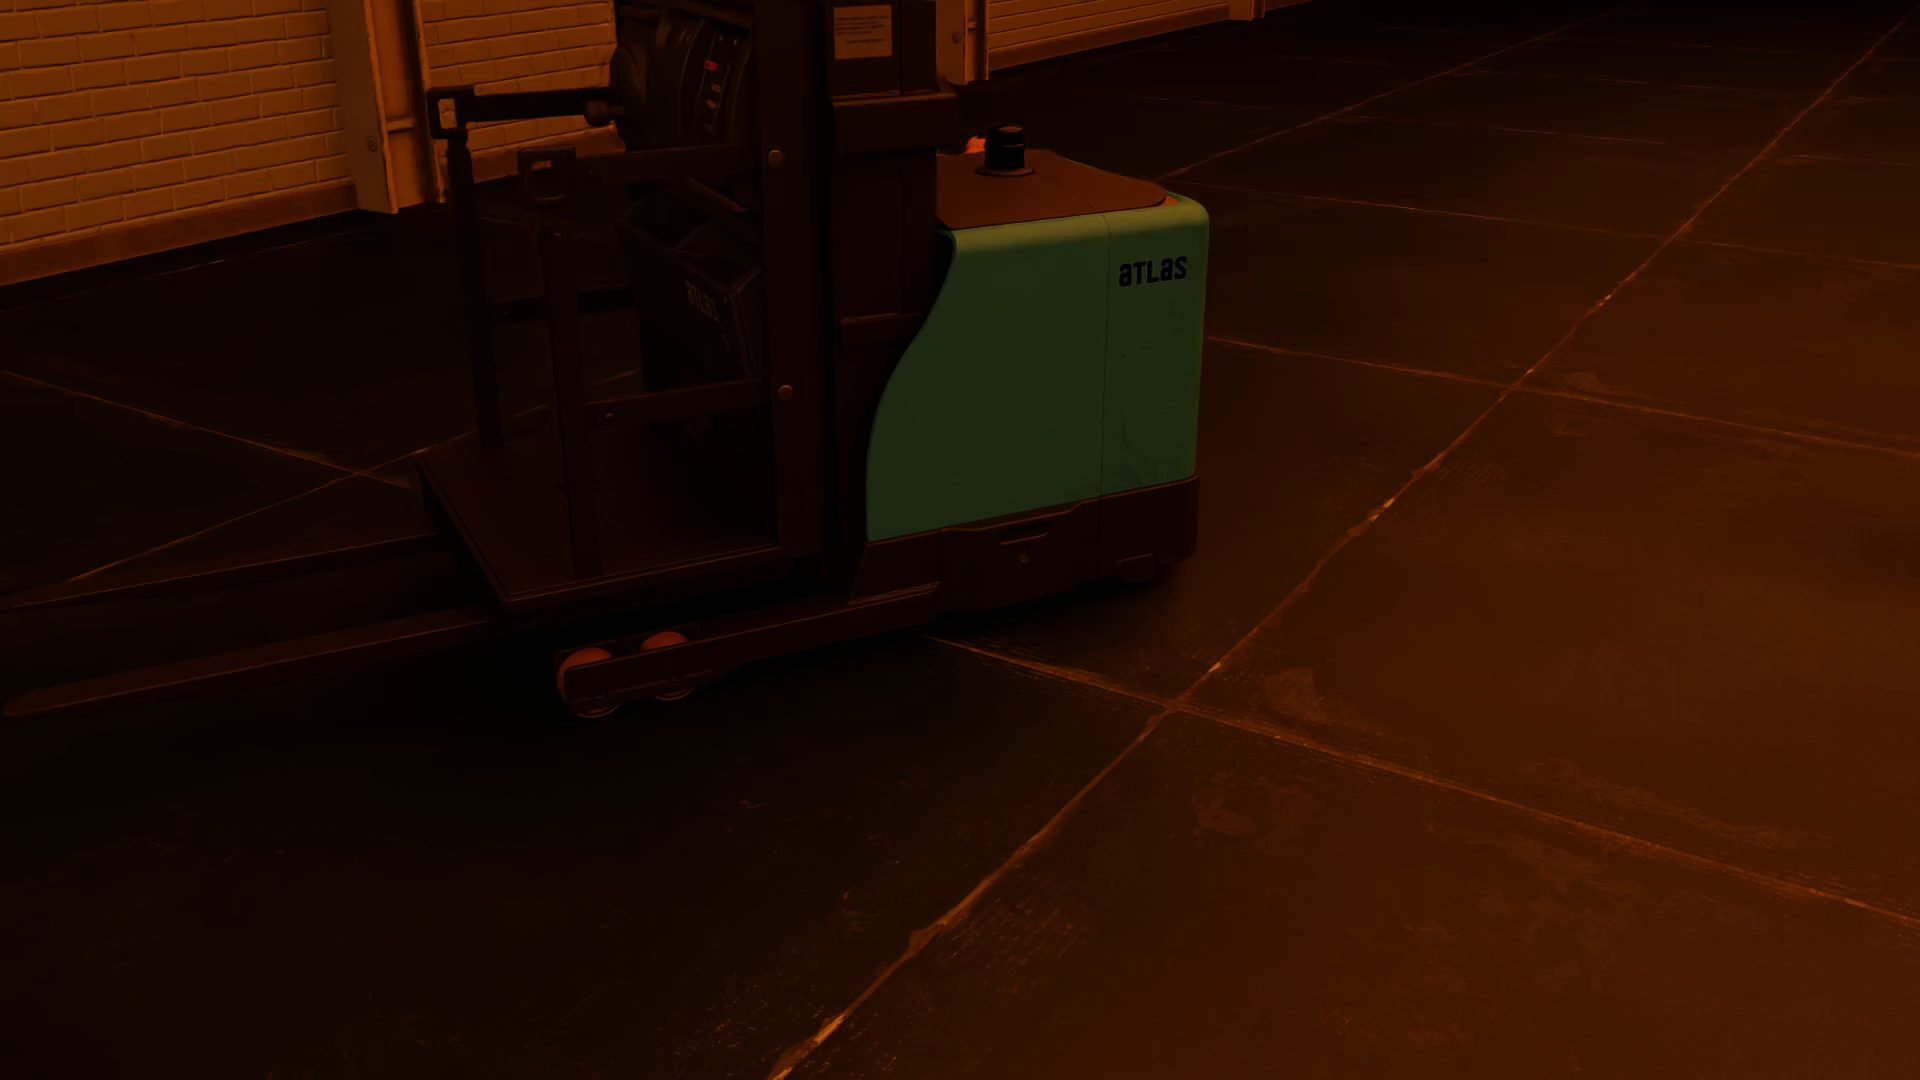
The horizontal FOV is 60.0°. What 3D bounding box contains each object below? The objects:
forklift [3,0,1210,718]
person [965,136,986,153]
[{"bbox_3d":[-0.869,-1.153,4.008,3.031,2.935,1.130,-11,26,-25],"label":"forklift"},{"bbox_3d":[-0.259,-1.026,5.711,0.760,1.377,1.526,-9,25,-19],"label":"person"}]
